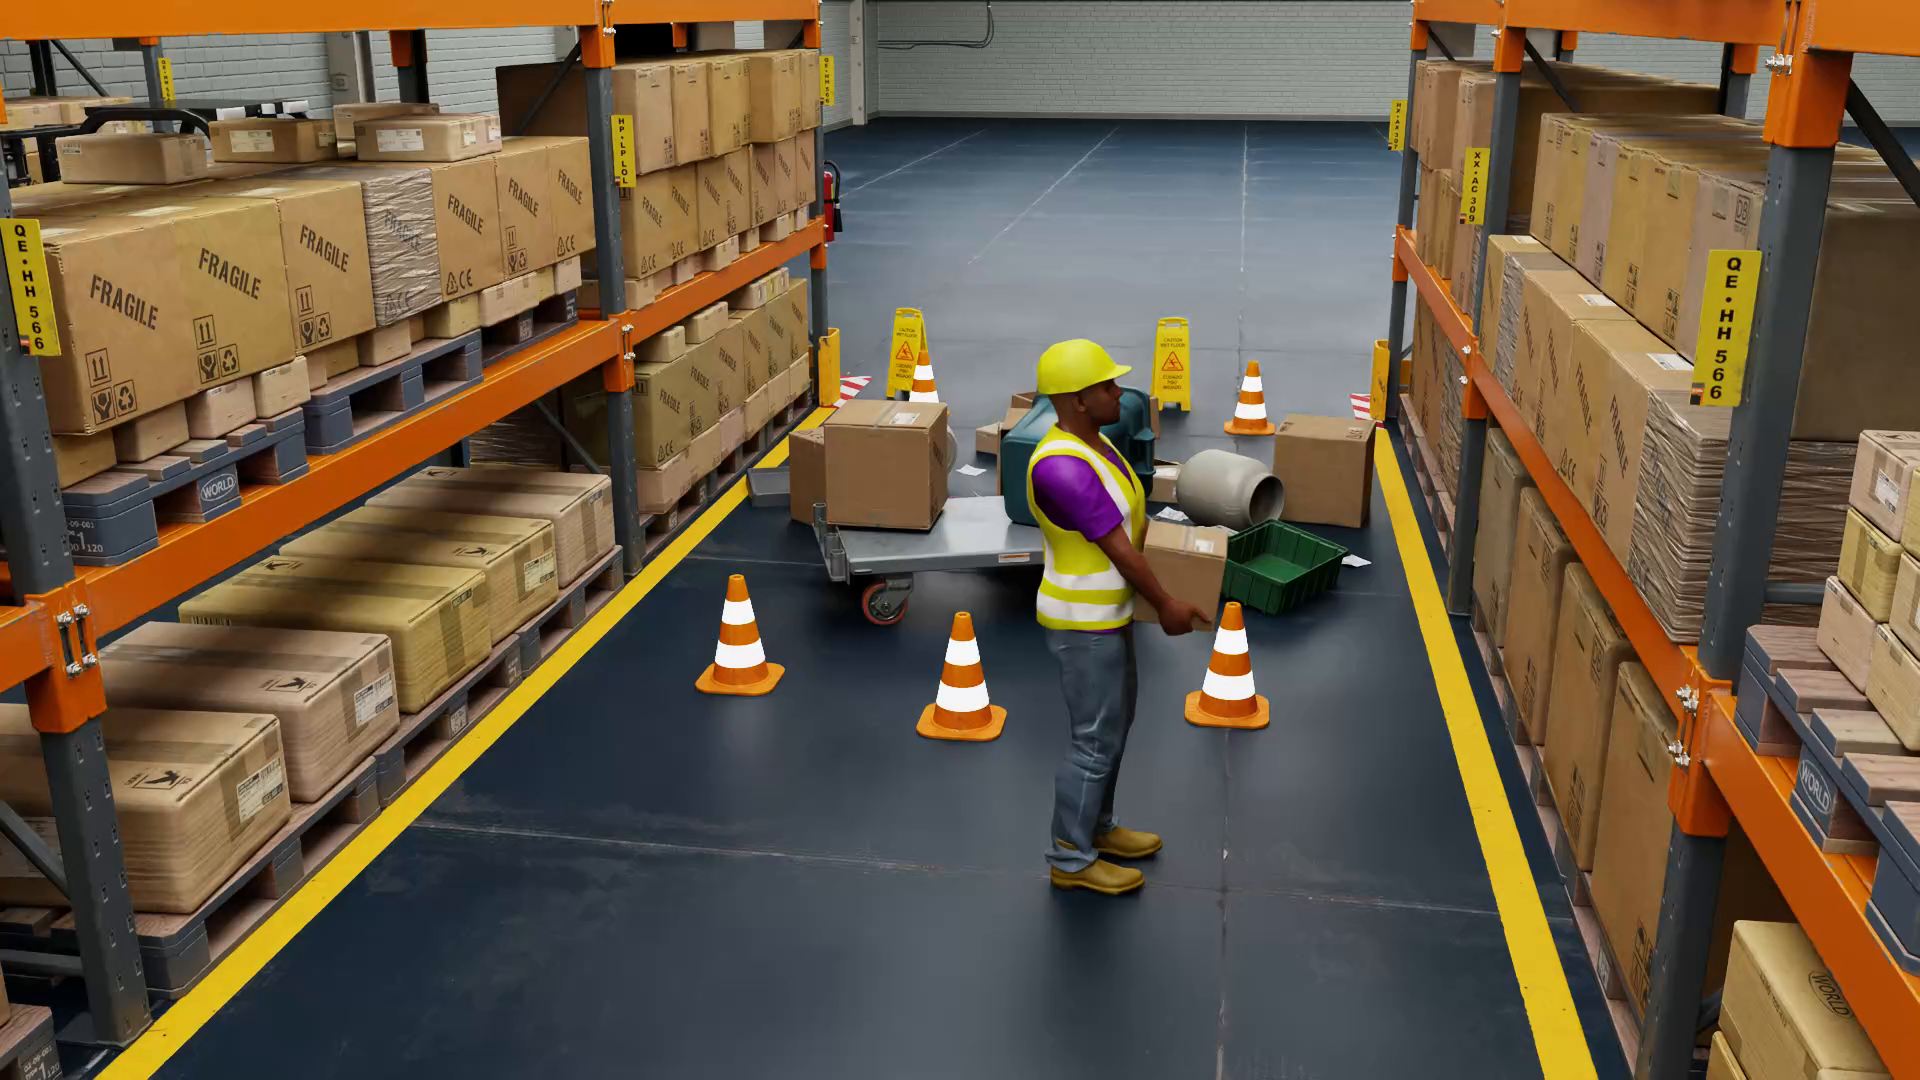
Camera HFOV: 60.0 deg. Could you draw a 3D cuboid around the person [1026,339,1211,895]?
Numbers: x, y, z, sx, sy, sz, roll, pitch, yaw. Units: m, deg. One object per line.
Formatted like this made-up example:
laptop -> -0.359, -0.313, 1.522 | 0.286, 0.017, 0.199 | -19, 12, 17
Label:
person -> 0.508, 0.242, 5.268 | 0.577, 1.760, 0.503 | 3, 18, 9
